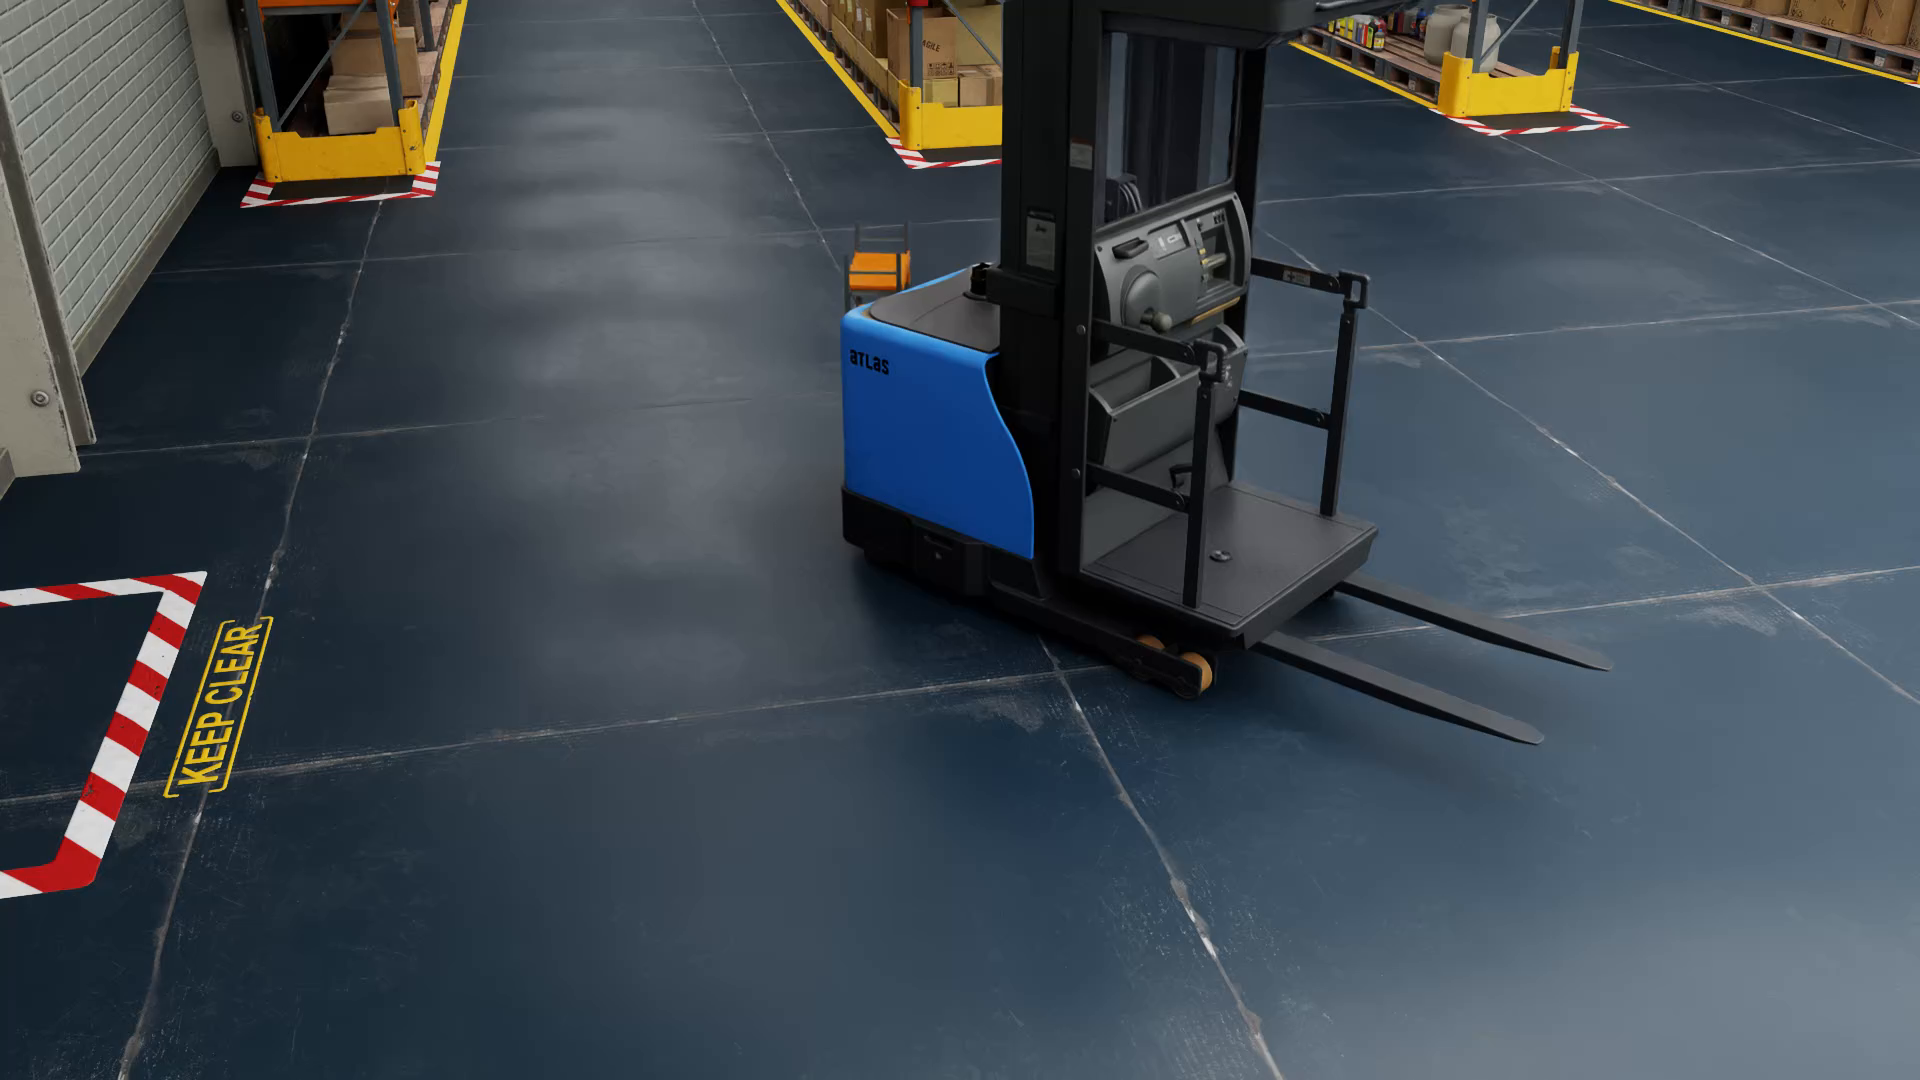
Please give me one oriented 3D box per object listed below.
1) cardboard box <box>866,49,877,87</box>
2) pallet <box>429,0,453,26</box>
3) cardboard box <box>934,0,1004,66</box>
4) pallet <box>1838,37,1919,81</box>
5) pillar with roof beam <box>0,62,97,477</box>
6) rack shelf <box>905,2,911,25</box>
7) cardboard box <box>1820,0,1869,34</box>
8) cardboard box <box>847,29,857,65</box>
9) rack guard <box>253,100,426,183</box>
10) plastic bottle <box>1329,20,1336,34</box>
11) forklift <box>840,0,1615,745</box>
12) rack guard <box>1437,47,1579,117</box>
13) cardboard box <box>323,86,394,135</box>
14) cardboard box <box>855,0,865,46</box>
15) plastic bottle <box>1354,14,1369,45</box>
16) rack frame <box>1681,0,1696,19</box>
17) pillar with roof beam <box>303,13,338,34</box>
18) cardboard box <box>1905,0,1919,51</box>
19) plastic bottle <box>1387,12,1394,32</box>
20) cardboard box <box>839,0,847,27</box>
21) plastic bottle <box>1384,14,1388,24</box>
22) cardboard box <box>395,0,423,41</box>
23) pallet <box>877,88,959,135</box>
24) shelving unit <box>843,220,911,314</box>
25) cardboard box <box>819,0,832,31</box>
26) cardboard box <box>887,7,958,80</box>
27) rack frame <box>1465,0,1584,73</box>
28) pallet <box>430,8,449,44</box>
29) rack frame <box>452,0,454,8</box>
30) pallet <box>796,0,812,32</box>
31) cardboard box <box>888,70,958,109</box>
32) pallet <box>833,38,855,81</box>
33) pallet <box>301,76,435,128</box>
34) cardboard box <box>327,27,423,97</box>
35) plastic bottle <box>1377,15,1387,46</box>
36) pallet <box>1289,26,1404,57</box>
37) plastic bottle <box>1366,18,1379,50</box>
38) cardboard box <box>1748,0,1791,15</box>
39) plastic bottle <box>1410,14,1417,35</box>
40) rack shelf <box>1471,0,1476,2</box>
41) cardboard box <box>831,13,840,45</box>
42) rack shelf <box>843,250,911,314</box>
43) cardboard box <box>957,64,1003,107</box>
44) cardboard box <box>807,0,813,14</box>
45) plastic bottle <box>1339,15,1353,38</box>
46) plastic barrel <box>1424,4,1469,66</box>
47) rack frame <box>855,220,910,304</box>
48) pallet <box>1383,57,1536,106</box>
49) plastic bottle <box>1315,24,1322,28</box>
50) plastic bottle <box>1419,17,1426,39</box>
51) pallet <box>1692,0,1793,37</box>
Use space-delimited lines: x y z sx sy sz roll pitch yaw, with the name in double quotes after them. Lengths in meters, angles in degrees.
-0.555 -4.257 14.940 0.500 0.250 0.500 -6 27 -12 "cardboard box"
-6.361 -6.073 19.048 1.003 0.211 1.213 -6 27 -12 "pallet"
0.074 -4.426 14.443 0.500 0.500 0.500 -6 27 -12 "cardboard box"
9.579 -4.807 16.539 1.003 0.211 1.213 -6 27 -12 "pallet"
-0.187 -4.850 6.872 9.100 9.000 0.400 -6 27 -12 "pillar with roof beam"
-0.358 -5.211 15.043 1.077 0.370 4.000 -6 27 -12 "rack shelf"
9.330 -5.541 17.207 0.500 0.500 0.500 -3 27 -7 "cardboard box"
-0.785 -4.695 15.809 0.500 0.250 0.500 -6 27 -12 "cardboard box"
-4.750 -3.067 12.771 1.175 0.500 0.348 -6 27 -12 "rack guard"
3.835 -5.339 17.025 0.061 0.283 0.133 -5 27 -9 "plastic bottle"
0.950 -0.998 5.974 3.031 2.935 1.130 21 34 35 "forklift"
4.856 -4.068 14.754 1.175 0.500 0.348 -6 27 -12 "rack guard"
-4.801 -3.458 13.268 0.500 0.311 0.500 -9 28 -17 "cardboard box"
-0.669 -4.811 15.206 0.500 0.500 0.500 -6 27 -12 "cardboard box"
4.017 -5.072 16.504 0.152 0.276 0.135 -7 28 -13 "plastic bottle"
8.843 -7.414 18.610 1.000 3.000 0.127 -6 27 -12 "rack frame"
-2.891 -10.118 17.309 9.100 9.000 0.400 -6 27 -12 "pillar with roof beam"
9.620 -5.005 16.146 0.500 0.500 0.500 -1 27 -2 "cardboard box"
4.466 -5.394 17.134 0.061 0.283 0.133 -6 27 -12 "plastic bottle"
-0.889 -5.250 16.077 0.500 0.500 0.500 -6 27 -12 "cardboard box"
4.487 -5.587 17.442 0.144 0.351 0.185 -7 28 -14 "plastic bottle"
-5.817 -5.307 16.721 0.700 0.500 0.500 -5 27 -10 "cardboard box"
-0.121 -3.740 14.426 1.003 0.211 1.213 -6 27 -12 "pallet"
-0.358 -0.773 7.449 0.258 1.200 0.503 1 27 2 "shelving unit"
-1.185 -5.522 17.448 0.500 0.250 0.500 -6 27 -12 "cardboard box"
-0.318 -4.154 13.904 0.500 0.500 0.500 -6 27 -12 "cardboard box"
4.919 -5.155 14.135 1.000 3.000 0.127 -6 27 -12 "rack frame"
-6.090 -5.539 17.989 1.003 0.211 1.213 -6 27 -12 "pallet"
-6.536 -7.661 19.100 1.000 3.000 0.127 -6 27 -12 "rack frame"
-1.292 -6.021 18.945 1.003 0.211 1.213 -6 27 -12 "pallet"
-0.316 -3.819 14.073 0.500 0.250 0.500 -6 27 -12 "cardboard box"
-0.671 -4.812 16.548 1.003 0.211 1.213 -6 27 -12 "pallet"
-5.170 -3.832 14.609 1.003 0.211 1.213 -6 27 -12 "pallet"
-5.046 -4.120 14.369 0.700 0.500 0.500 -8 28 -15 "cardboard box"
4.152 -5.025 16.403 0.061 0.283 0.133 -6 27 -12 "plastic bottle"
4.128 -5.367 17.649 1.003 0.211 1.213 -6 27 -12 "pallet"
4.034 -4.950 16.255 0.061 0.283 0.133 -5 27 -10 "plastic bottle"
9.031 -6.055 18.226 0.500 0.500 0.500 2 27 5 "cardboard box"
4.646 -5.258 16.956 0.097 0.201 0.097 0 27 0 "plastic bottle"
4.468 -5.712 16.036 1.077 0.370 4.000 -6 27 -12 "rack shelf"
-1.000 -5.135 16.681 0.500 0.250 0.500 -6 27 -12 "cardboard box"
-0.358 -1.124 7.272 0.258 0.148 0.480 1 27 2 "rack shelf"
0.188 -3.872 14.177 0.500 0.250 0.500 -6 27 -12 "cardboard box"
-1.413 -5.969 18.333 0.500 0.250 0.500 -5 27 -10 "cardboard box"
3.934 -5.259 16.792 0.144 0.351 0.185 -6 27 -12 "plastic bottle"
4.583 -4.733 15.594 0.421 0.512 0.421 0 27 0 "plastic barrel"
-0.348 -0.883 7.667 0.240 1.200 0.015 1 27 2 "rack frame"
4.678 -4.296 15.527 1.003 0.211 1.213 -6 27 -12 "pallet"
3.795 -5.528 17.326 0.144 0.351 0.185 -5 27 -10 "plastic bottle"
4.692 -5.168 16.777 0.097 0.201 0.097 0 27 0 "plastic bottle"
9.029 -5.878 18.661 1.003 0.211 1.213 -6 27 -12 "pallet"
